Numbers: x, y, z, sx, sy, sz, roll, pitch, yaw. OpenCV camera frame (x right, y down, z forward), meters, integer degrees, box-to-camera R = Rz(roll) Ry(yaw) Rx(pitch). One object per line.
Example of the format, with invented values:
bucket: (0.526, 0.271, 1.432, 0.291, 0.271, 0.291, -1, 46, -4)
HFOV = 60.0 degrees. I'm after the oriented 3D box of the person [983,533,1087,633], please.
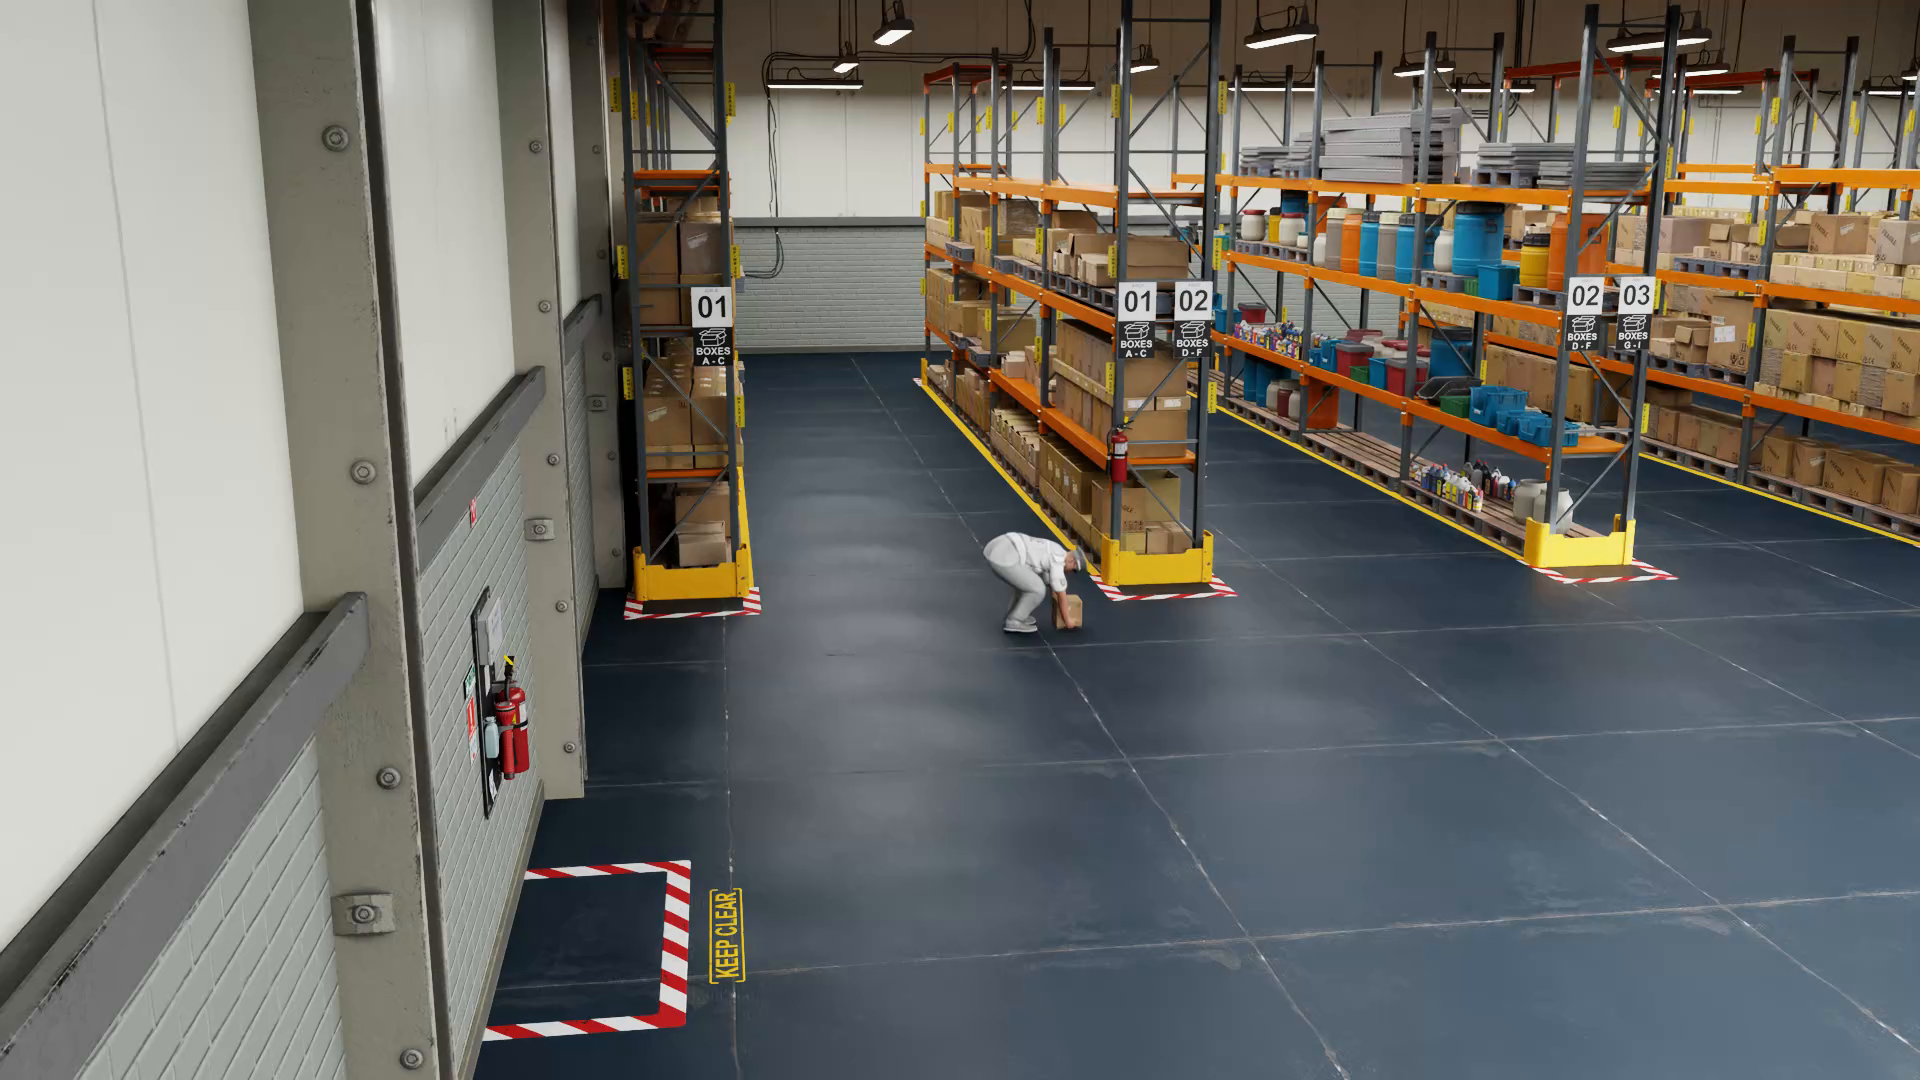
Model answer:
person: (0.739, 0.390, 16.087, 1.023, 0.939, 0.527, -3, 13, -11)
